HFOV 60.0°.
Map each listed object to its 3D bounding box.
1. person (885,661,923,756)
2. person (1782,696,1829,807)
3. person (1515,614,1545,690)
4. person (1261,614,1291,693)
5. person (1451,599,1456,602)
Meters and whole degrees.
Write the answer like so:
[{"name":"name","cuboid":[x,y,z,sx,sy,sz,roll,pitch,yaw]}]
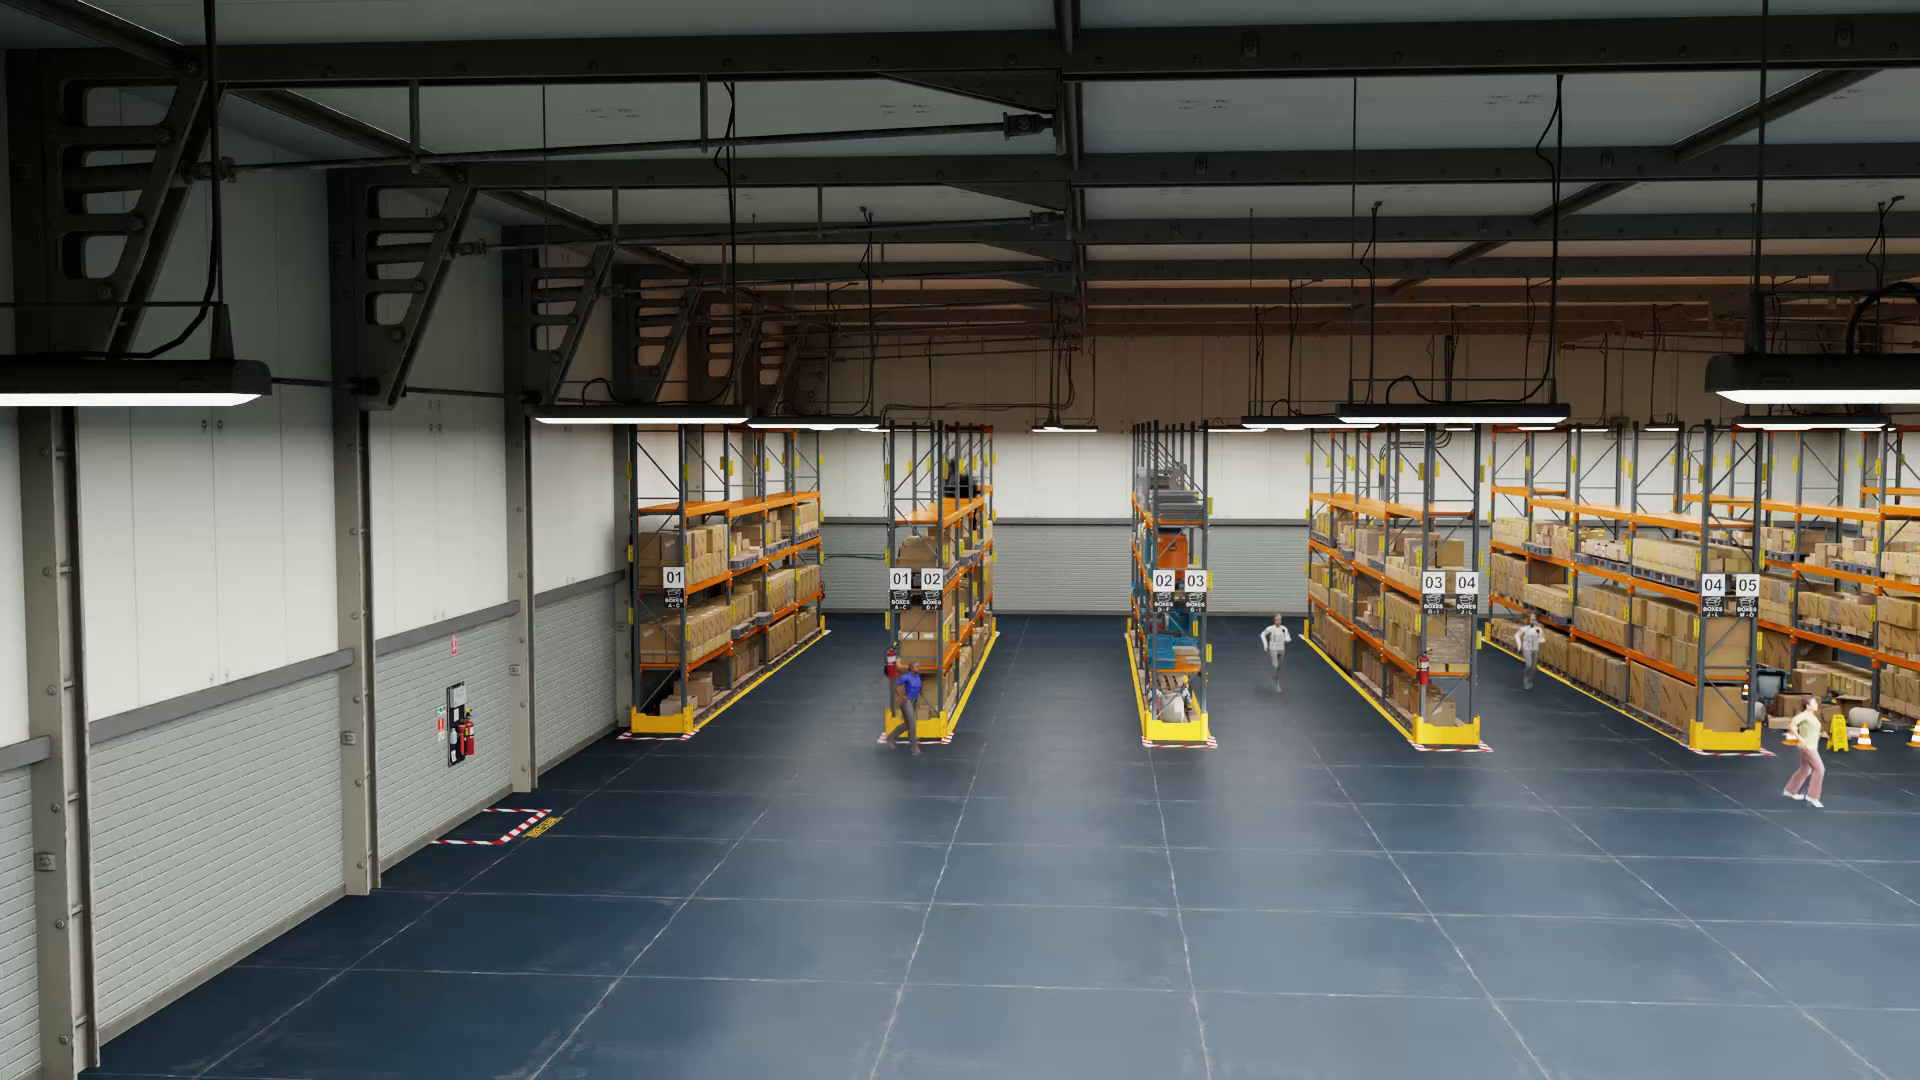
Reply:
[{"name":"person","cuboid":[-0.907,3.016,30.062,0.831,1.673,0.592,2,4,31]},{"name":"person","cuboid":[13.108,3.270,25.767,0.636,1.732,0.578,3,5,39]},{"name":"person","cuboid":[12.847,2.514,37.407,0.580,1.727,0.708,0,4,1]},{"name":"person","cuboid":[7.108,2.501,37.302,0.594,1.725,0.857,-1,4,-11]},{"name":"person","cuboid":[13.344,2.014,44.533,0.664,1.834,0.804,0,4,6]}]
